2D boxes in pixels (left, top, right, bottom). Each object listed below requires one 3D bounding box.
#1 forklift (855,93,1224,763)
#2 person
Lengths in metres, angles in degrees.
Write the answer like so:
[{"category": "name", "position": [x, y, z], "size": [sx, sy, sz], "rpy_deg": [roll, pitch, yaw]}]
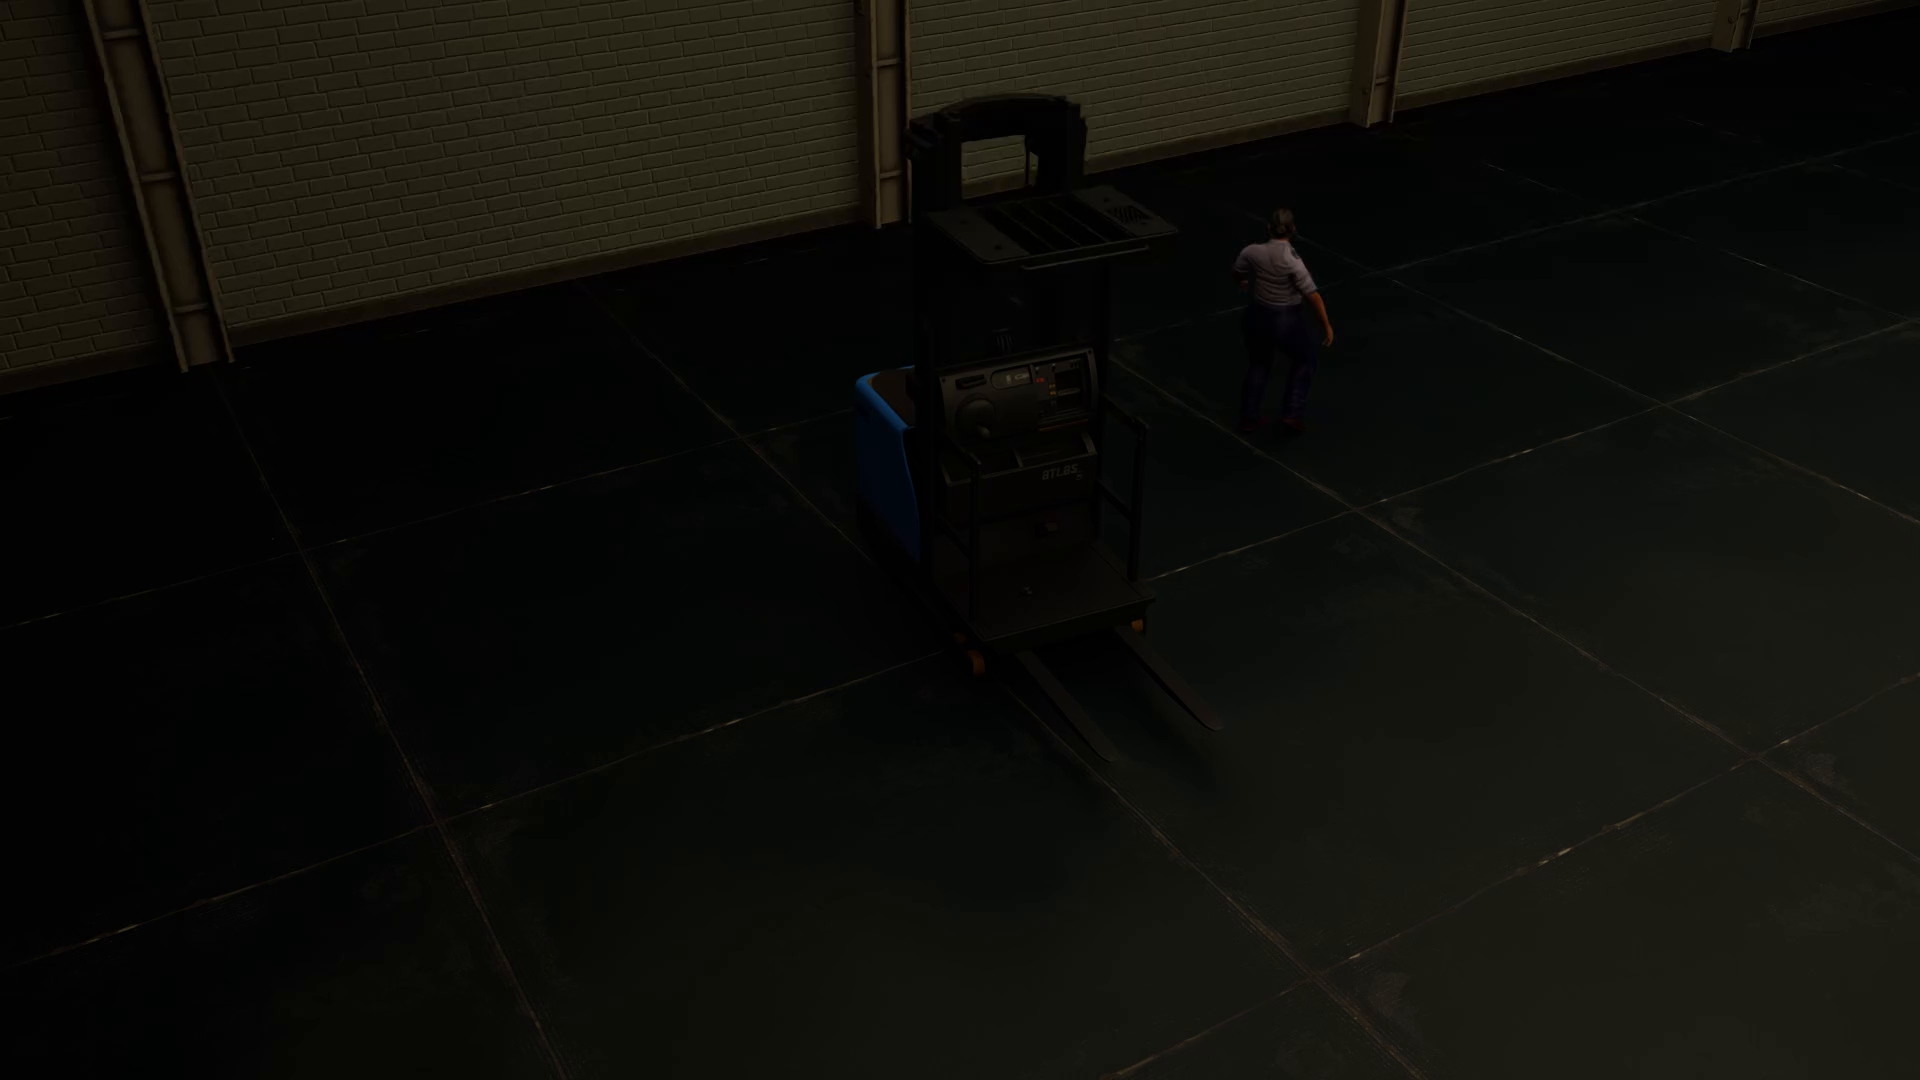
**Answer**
[{"category": "forklift", "position": [0.415, -0.744, 8.890], "size": [1.130, 2.935, 3.031], "rpy_deg": [-13, 33, -21]}, {"category": "person", "position": [2.174, -1.485, 11.452], "size": [0.843, 1.672, 0.462], "rpy_deg": [26, 40, 36]}]
